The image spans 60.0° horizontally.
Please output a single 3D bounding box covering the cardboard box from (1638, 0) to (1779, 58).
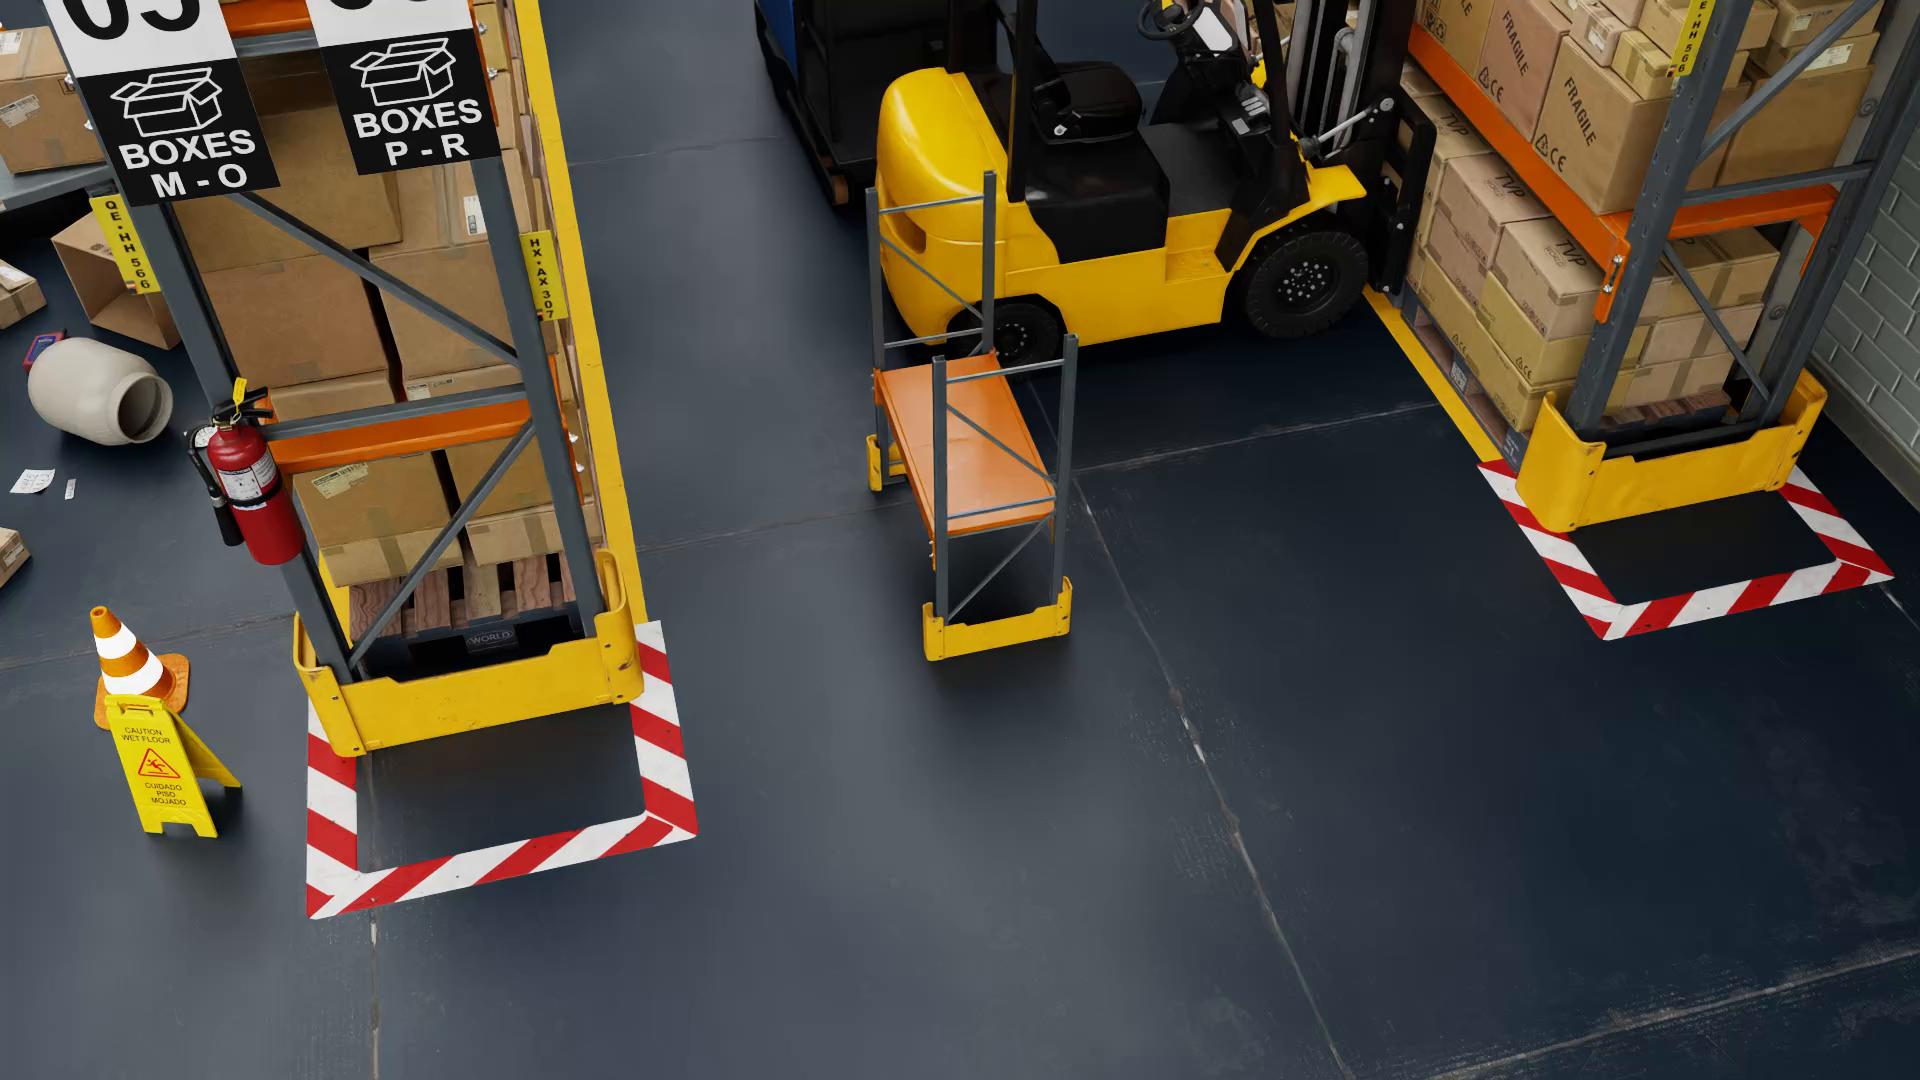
[{"bbox_3d":[2.704,-1.886,6.016,0.380,0.149,0.250,-11,47,-10],"label":"cardboard box"}]

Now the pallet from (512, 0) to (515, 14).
[{"bbox_3d":[-3.339,-3.568,10.349,1.003,0.211,1.213,-11,47,-10],"label":"pallet"}]

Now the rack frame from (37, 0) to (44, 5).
[{"bbox_3d":[-1.798,-2.501,3.151,1.000,3.000,0.127,-11,47,-10],"label":"rack frame"}]

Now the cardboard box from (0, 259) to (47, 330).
[{"bbox_3d":[-4.689,-1.251,8.041,0.396,0.266,0.258,27,51,24],"label":"cardboard box"}]

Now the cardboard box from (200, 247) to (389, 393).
[{"bbox_3d":[-2.204,-0.865,5.469,0.500,0.500,0.500,-11,47,-11],"label":"cardboard box"}]

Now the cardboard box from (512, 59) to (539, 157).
[{"bbox_3d":[-2.280,-1.900,7.868,0.500,0.500,0.500,-10,46,-10],"label":"cardboard box"}]

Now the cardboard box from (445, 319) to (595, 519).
[{"bbox_3d":[-1.744,-0.472,6.469,0.500,0.500,0.500,-12,47,-12],"label":"cardboard box"}]

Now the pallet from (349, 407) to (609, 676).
[{"bbox_3d":[-1.992,-0.045,6.897,1.003,0.211,1.213,-11,47,-10],"label":"pallet"}]

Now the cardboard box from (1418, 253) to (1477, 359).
[{"bbox_3d":[2.455,-1.107,7.617,0.500,0.250,0.500,-11,47,-10],"label":"cardboard box"}]

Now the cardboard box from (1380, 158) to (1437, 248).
[{"bbox_3d":[2.302,-1.650,7.799,0.500,0.250,0.500,-12,47,-11],"label":"cardboard box"}]

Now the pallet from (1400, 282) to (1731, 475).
[{"bbox_3d":[2.763,-0.856,7.691,1.003,0.211,1.213,-11,47,-10],"label":"pallet"}]

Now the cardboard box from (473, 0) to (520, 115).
[{"bbox_3d":[-2.057,-1.976,6.559,0.500,0.500,0.500,-12,47,-11],"label":"cardboard box"}]

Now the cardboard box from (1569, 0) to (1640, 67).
[{"bbox_3d":[2.545,-1.932,6.270,0.380,0.149,0.250,-10,46,-10],"label":"cardboard box"}]

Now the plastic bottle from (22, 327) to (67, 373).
[{"bbox_3d":[-4.305,-0.900,7.840,0.133,0.061,0.283,-3,46,-3],"label":"plastic bottle"}]

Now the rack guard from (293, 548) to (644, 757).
[{"bbox_3d":[-1.818,0.421,6.238,1.175,0.500,0.348,-11,47,-10],"label":"rack guard"}]

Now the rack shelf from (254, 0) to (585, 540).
[{"bbox_3d":[-2.310,-1.530,6.904,1.077,0.370,4.000,-11,47,-10],"label":"rack shelf"}]

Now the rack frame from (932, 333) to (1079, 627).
[{"bbox_3d":[0.152,-0.115,6.063,0.500,1.500,0.032,-11,47,-10],"label":"rack frame"}]

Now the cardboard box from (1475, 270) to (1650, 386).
[{"bbox_3d":[2.572,-0.950,7.112,0.500,0.250,0.500,-11,47,-11],"label":"cardboard box"}]

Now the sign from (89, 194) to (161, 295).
[{"bbox_3d":[-2.340,-0.829,4.681,0.100,0.325,0.005,-11,47,-10],"label":"sign"}]

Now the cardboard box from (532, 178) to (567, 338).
[{"bbox_3d":[-2.003,-1.180,7.163,0.500,0.500,0.500,-10,46,-10],"label":"cardboard box"}]

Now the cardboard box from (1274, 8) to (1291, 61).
[{"bbox_3d":[1.931,-2.695,8.822,0.500,0.250,0.500,-11,47,-11],"label":"cardboard box"}]

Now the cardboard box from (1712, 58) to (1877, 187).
[{"bbox_3d":[3.141,-1.739,6.535,0.500,0.500,0.500,-9,46,-9],"label":"cardboard box"}]

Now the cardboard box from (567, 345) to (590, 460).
[{"bbox_3d":[-1.861,-0.547,7.068,0.500,0.250,0.500,-9,46,-9],"label":"cardboard box"}]

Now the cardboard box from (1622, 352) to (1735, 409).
[{"bbox_3d":[3.062,-0.871,7.385,0.500,0.250,0.500,-11,47,-10],"label":"cardboard box"}]

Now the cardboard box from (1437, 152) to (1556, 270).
[{"bbox_3d":[2.443,-1.458,7.261,0.500,0.250,0.500,-10,46,-10],"label":"cardboard box"}]

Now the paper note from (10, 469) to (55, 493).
[{"bbox_3d":[-4.037,-0.260,7.243,0.148,0.019,0.142,4,46,4],"label":"paper note"}]

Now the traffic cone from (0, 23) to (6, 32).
[{"bbox_3d":[-5.534,-2.892,9.511,0.336,0.463,0.334,-11,47,-10],"label":"traffic cone"}]

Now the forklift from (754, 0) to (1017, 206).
[{"bbox_3d":[-0.250,-3.104,7.991,1.130,2.935,3.031,-13,47,-13],"label":"forklift"}]

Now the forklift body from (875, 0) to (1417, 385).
[{"bbox_3d":[0.750,-1.990,7.445,2.313,2.155,1.214,-11,47,-10],"label":"forklift body"}]

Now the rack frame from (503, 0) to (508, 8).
[{"bbox_3d":[-2.822,-3.163,8.000,1.000,3.000,0.127,-11,47,-10],"label":"rack frame"}]

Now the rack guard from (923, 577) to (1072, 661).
[{"bbox_3d":[0.147,0.309,6.523,0.587,0.250,0.087,-11,47,-10],"label":"rack guard"}]

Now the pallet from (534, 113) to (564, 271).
[{"bbox_3d":[-2.616,-1.729,8.548,1.003,0.211,1.213,-11,47,-10],"label":"pallet"}]

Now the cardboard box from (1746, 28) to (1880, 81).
[{"bbox_3d":[3.163,-1.855,6.194,0.380,0.149,0.250,-12,47,-11],"label":"cardboard box"}]

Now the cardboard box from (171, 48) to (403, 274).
[{"bbox_3d":[-2.140,-1.203,5.101,0.700,0.500,0.500,-12,47,-11],"label":"cardboard box"}]

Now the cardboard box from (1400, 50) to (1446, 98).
[{"bbox_3d":[2.182,-2.156,7.944,0.500,0.250,0.500,-12,47,-11],"label":"cardboard box"}]

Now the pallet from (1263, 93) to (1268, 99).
[{"bbox_3d":[2.138,-2.540,9.342,1.003,0.211,1.213,-11,47,-10],"label":"pallet"}]

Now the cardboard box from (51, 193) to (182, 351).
[{"bbox_3d":[-3.863,-1.300,7.923,0.500,0.500,0.500,19,48,17],"label":"cardboard box"}]

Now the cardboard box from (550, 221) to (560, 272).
[{"bbox_3d":[-2.139,-1.271,7.777,0.500,0.250,0.500,-10,46,-10],"label":"cardboard box"}]

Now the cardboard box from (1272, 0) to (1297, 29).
[{"bbox_3d":[1.917,-2.861,8.636,0.500,0.250,0.500,-11,47,-10],"label":"cardboard box"}]

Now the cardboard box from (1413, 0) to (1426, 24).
[{"bbox_3d":[2.224,-2.697,7.473,0.500,0.500,0.500,-10,46,-10],"label":"cardboard box"}]

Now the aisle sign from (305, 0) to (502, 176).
[{"bbox_3d":[-1.483,-1.325,4.379,0.394,0.787,0.004,-11,47,-10],"label":"aisle sign"}]

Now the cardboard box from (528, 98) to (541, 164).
[{"bbox_3d":[-2.411,-1.988,8.480,0.500,0.250,0.500,-9,46,-9],"label":"cardboard box"}]

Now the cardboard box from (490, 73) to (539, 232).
[{"bbox_3d":[-1.787,-1.275,5.872,0.500,0.500,0.500,-9,46,-9],"label":"cardboard box"}]

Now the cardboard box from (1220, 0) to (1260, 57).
[{"bbox_3d":[1.779,-2.863,9.337,0.500,0.250,0.500,-10,46,-10],"label":"cardboard box"}]

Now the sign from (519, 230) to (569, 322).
[{"bbox_3d":[-1.274,-0.803,5.082,0.100,0.325,0.005,-11,47,-10],"label":"sign"}]

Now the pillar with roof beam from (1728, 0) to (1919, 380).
[{"bbox_3d":[-0.470,-3.269,3.904,9.100,9.000,0.400,-11,47,-10],"label":"pillar with roof beam"}]

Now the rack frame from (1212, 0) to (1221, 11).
[{"bbox_3d":[1.975,-4.073,8.892,1.000,3.000,0.127,-11,47,-10],"label":"rack frame"}]

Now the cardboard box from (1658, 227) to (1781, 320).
[{"bbox_3d":[3.059,-1.212,7.020,0.500,0.250,0.500,-11,47,-11],"label":"cardboard box"}]

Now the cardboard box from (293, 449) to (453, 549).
[{"bbox_3d":[-2.256,-0.354,6.353,0.500,0.500,0.500,-10,46,-10],"label":"cardboard box"}]

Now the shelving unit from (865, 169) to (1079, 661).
[{"bbox_3d":[0.020,-0.472,6.414,0.587,1.500,1.083,-11,47,-10],"label":"shelving unit"}]

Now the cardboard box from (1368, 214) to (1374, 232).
[{"bbox_3d":[2.181,-1.809,8.305,0.500,0.250,0.500,-9,46,-9],"label":"cardboard box"}]

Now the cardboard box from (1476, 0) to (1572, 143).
[{"bbox_3d":[2.495,-1.998,6.788,0.500,0.500,0.500,-9,46,-9],"label":"cardboard box"}]
